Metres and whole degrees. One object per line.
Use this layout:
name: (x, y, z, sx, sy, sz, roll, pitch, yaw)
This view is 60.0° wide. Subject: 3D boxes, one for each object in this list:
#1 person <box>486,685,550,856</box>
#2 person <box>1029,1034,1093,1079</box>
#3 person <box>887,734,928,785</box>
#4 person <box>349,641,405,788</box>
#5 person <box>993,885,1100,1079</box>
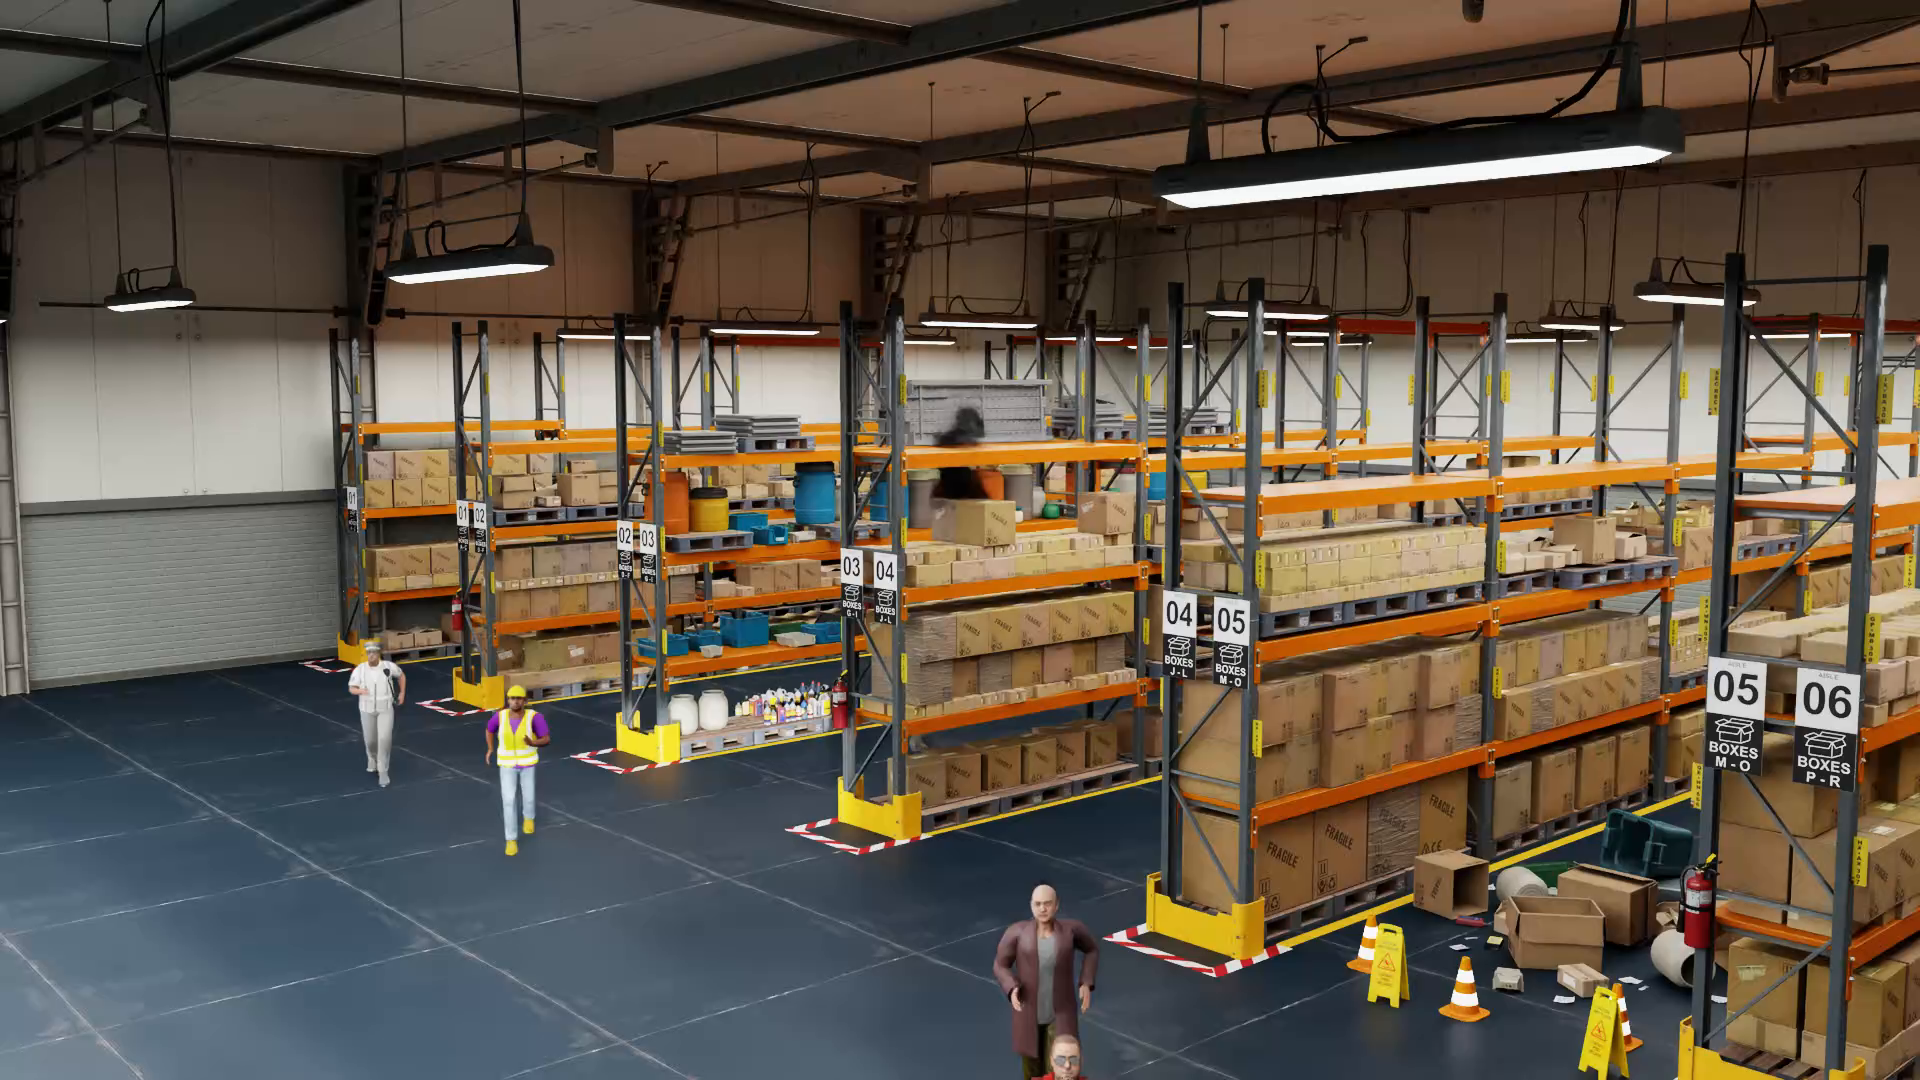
person: (-4.835, 2.461, 18.195, 0.697, 1.757, 0.983, -1, 6, -12)
person: (0.548, 3.463, 8.796, 0.658, 1.682, 0.591, 0, 6, -2)
person: (-0.615, 2.241, 21.075, 0.580, 1.659, 0.845, 5, 8, 41)
person: (-7.463, 2.182, 21.284, 0.669, 1.789, 0.977, -1, 6, -13)
person: (0.578, 3.236, 11.202, 0.722, 1.689, 1.021, 0, 6, 4)
